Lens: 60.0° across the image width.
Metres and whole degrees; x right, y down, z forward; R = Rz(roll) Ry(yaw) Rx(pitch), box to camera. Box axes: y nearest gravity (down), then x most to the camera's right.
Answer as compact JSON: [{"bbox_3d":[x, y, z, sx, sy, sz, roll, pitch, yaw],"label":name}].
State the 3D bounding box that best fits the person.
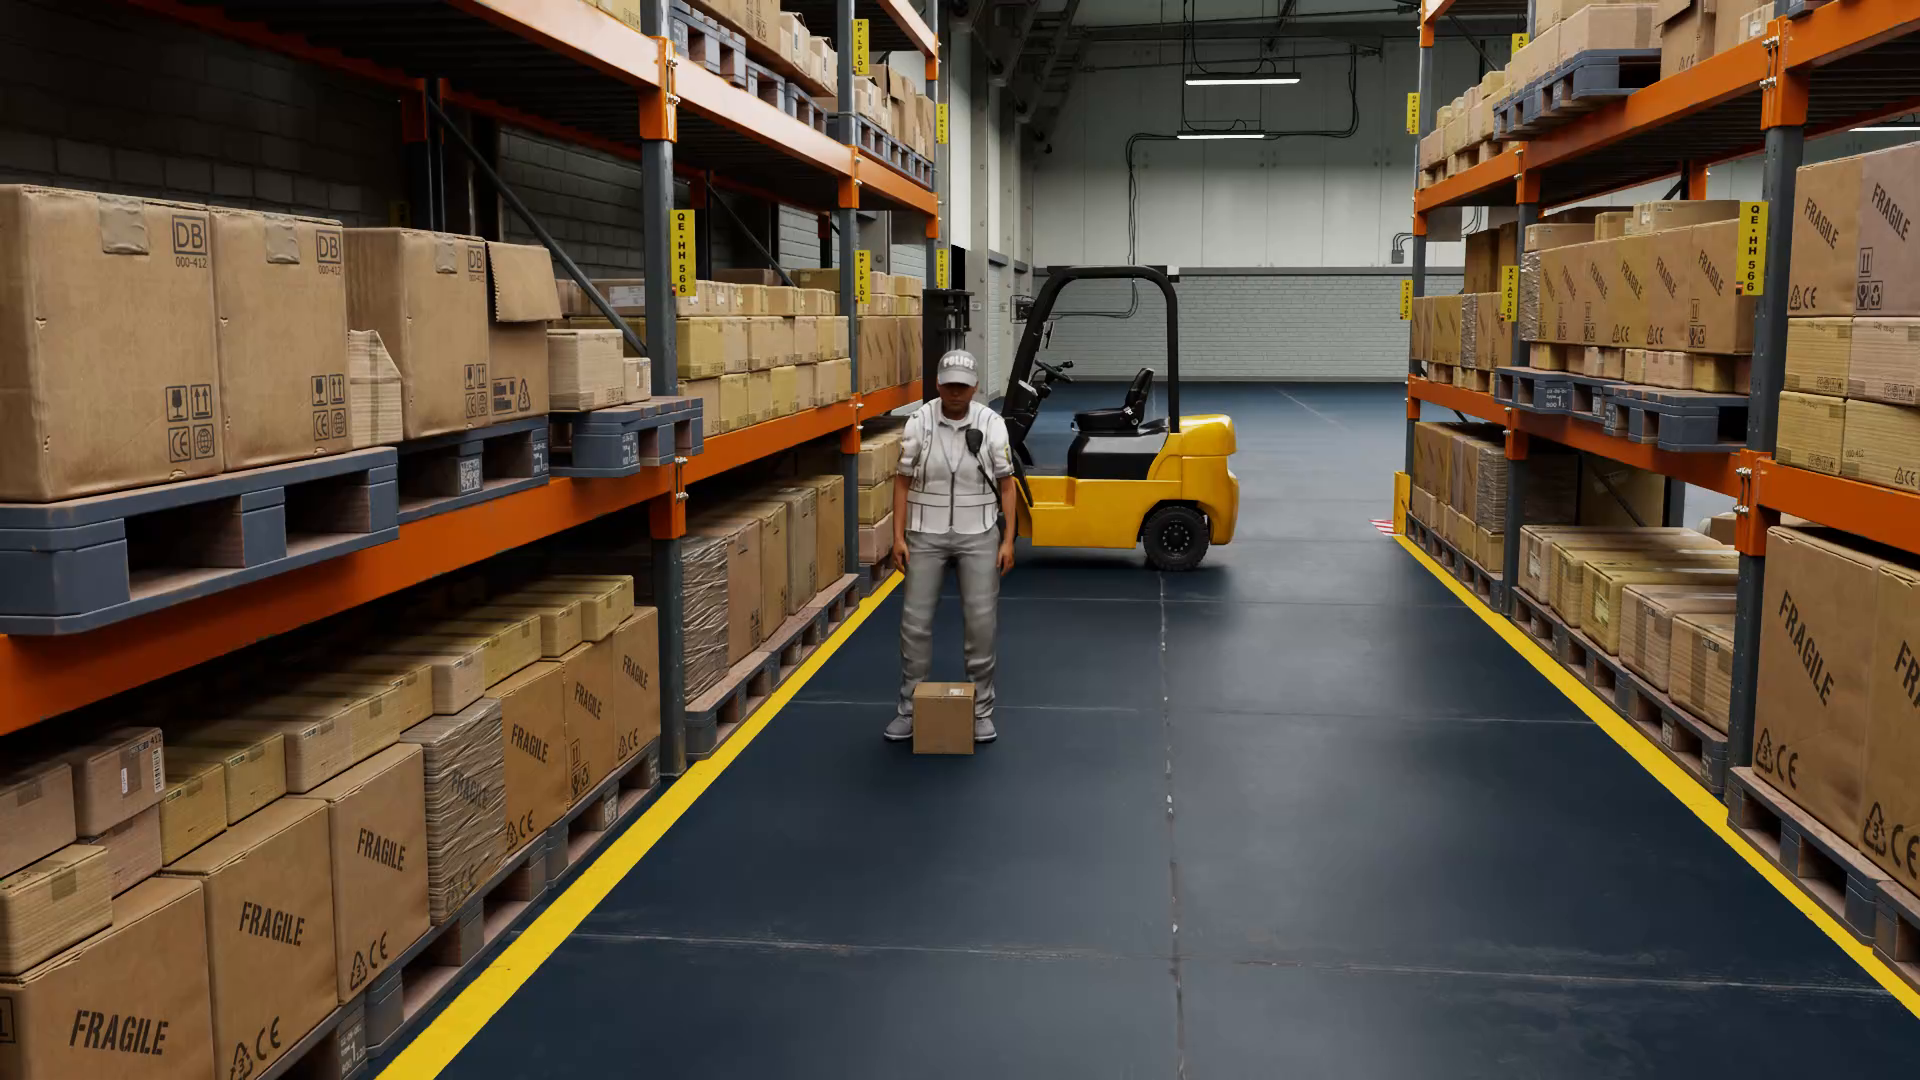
[{"bbox_3d":[-0.042,0.020,7.125,0.564,1.667,0.464,0,8,3],"label":"person"}]
